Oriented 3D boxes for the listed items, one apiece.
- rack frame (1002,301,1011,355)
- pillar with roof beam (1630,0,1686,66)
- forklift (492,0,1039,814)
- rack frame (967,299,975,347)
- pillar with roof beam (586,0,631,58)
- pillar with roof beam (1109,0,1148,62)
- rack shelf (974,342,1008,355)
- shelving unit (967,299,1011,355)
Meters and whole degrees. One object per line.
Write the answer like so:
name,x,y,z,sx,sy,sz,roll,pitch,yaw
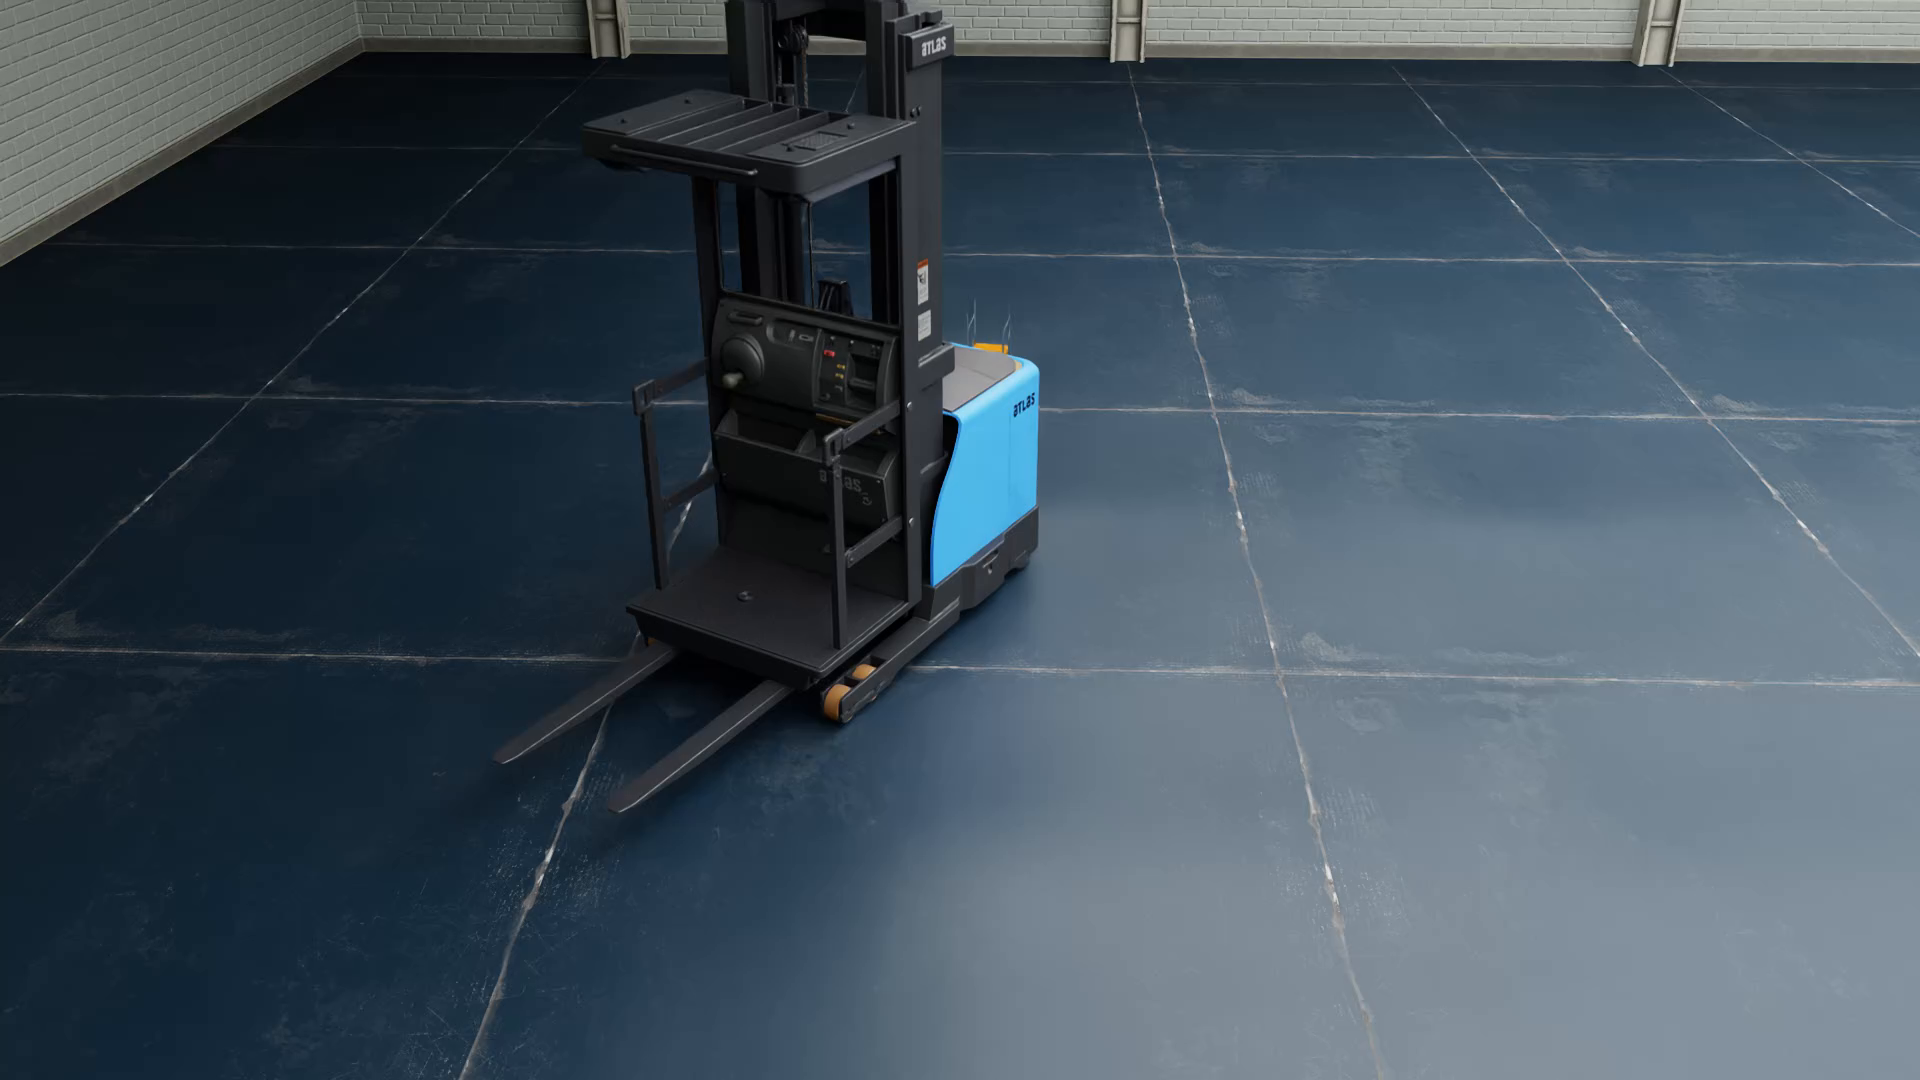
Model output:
rack frame,0.235,-0.634,8.662,0.006,1.200,0.240,5,28,8
pillar with roof beam,7.769,-7.423,13.145,0.400,9.000,9.100,1,28,2
forklift,-0.795,-0.747,7.030,1.130,2.935,3.031,16,32,27
rack frame,0.055,-0.648,8.689,0.006,1.200,0.240,5,28,8
pillar with roof beam,-4.223,-7.621,13.519,0.400,9.000,9.100,1,28,2
pillar with roof beam,1.773,-7.522,13.332,0.400,9.000,9.100,1,28,2
rack shelf,0.146,-0.921,8.530,0.180,0.103,0.258,5,28,8
shelving unit,0.145,-0.641,8.676,0.189,1.200,0.258,5,28,8
